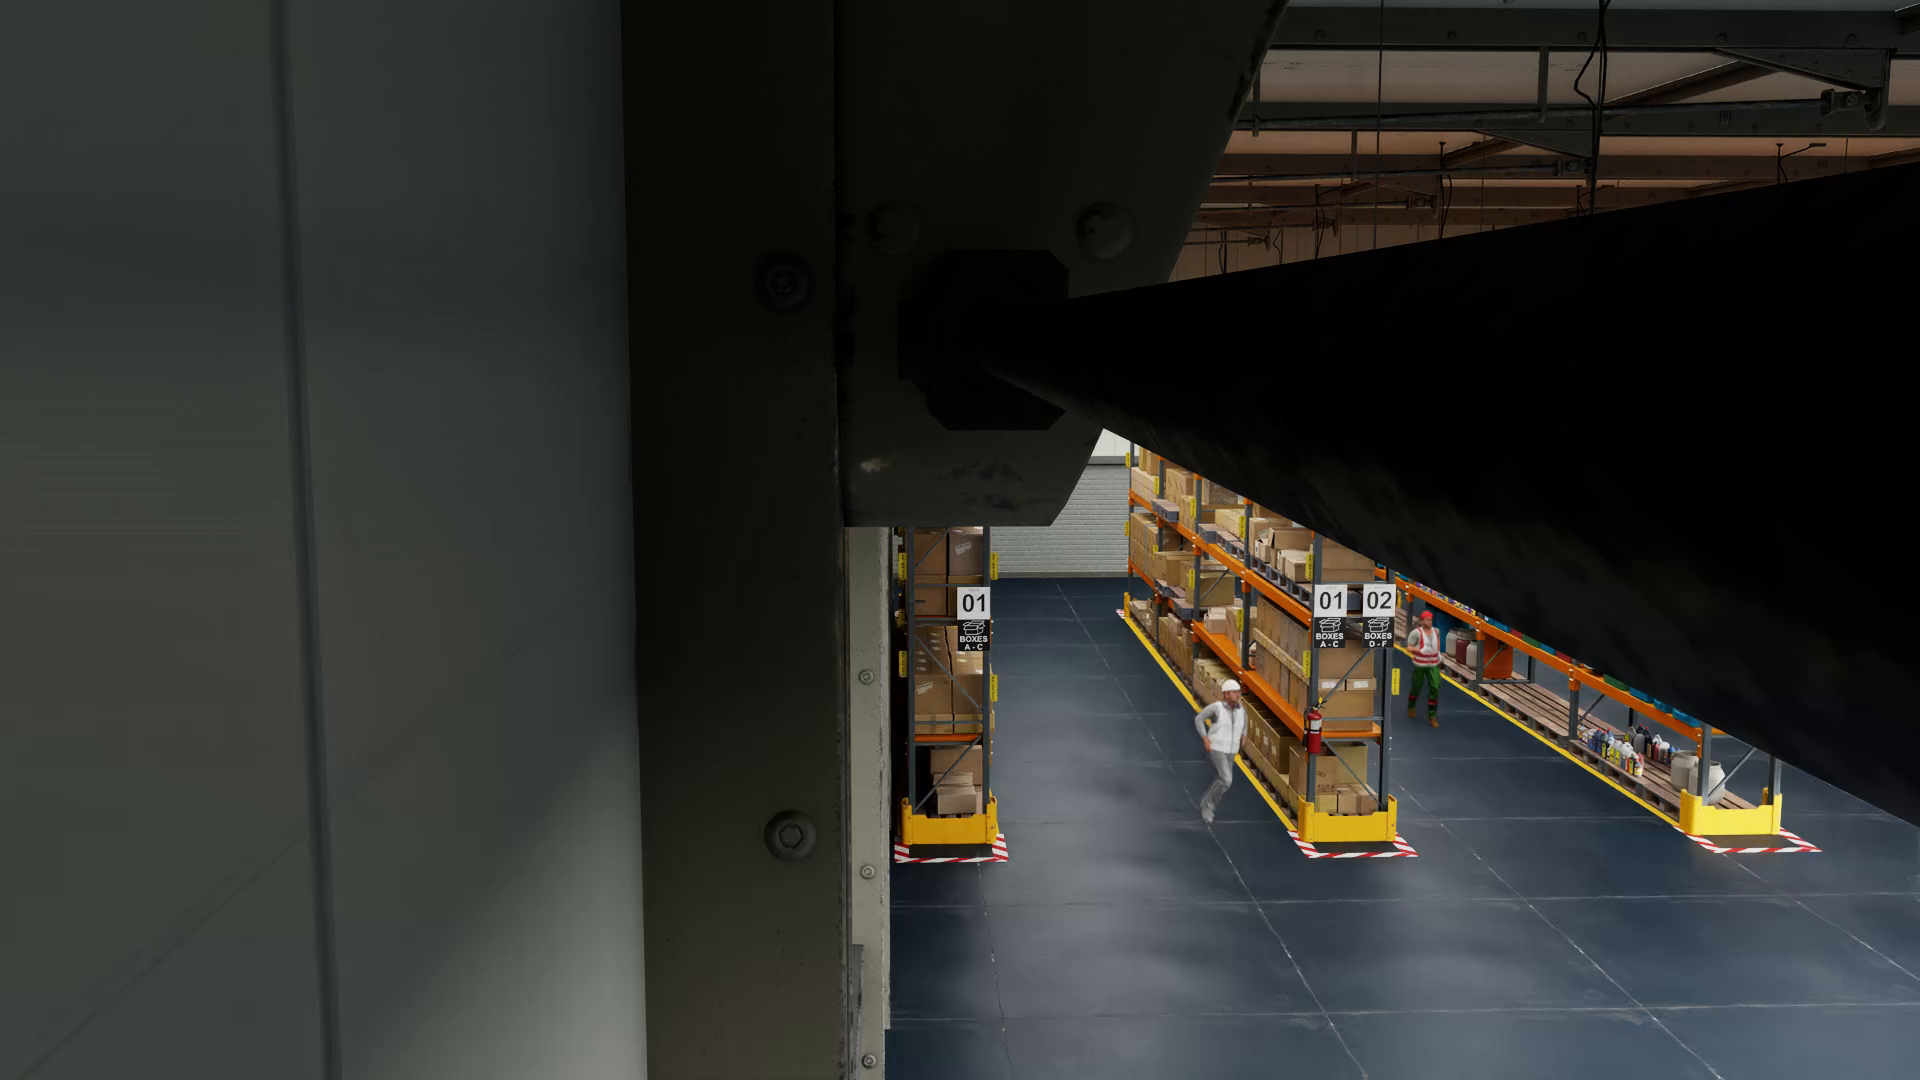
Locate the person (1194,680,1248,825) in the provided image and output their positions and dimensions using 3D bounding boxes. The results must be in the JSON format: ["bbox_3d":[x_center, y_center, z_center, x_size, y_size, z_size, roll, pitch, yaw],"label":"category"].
[{"bbox_3d":[3.268,2.602,20.527,0.667,1.753,0.649,-4,8,-30],"label":"person"}]

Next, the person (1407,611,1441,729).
[{"bbox_3d":[7.414,2.032,26.585,0.661,1.846,0.835,-1,7,-7],"label":"person"}]
